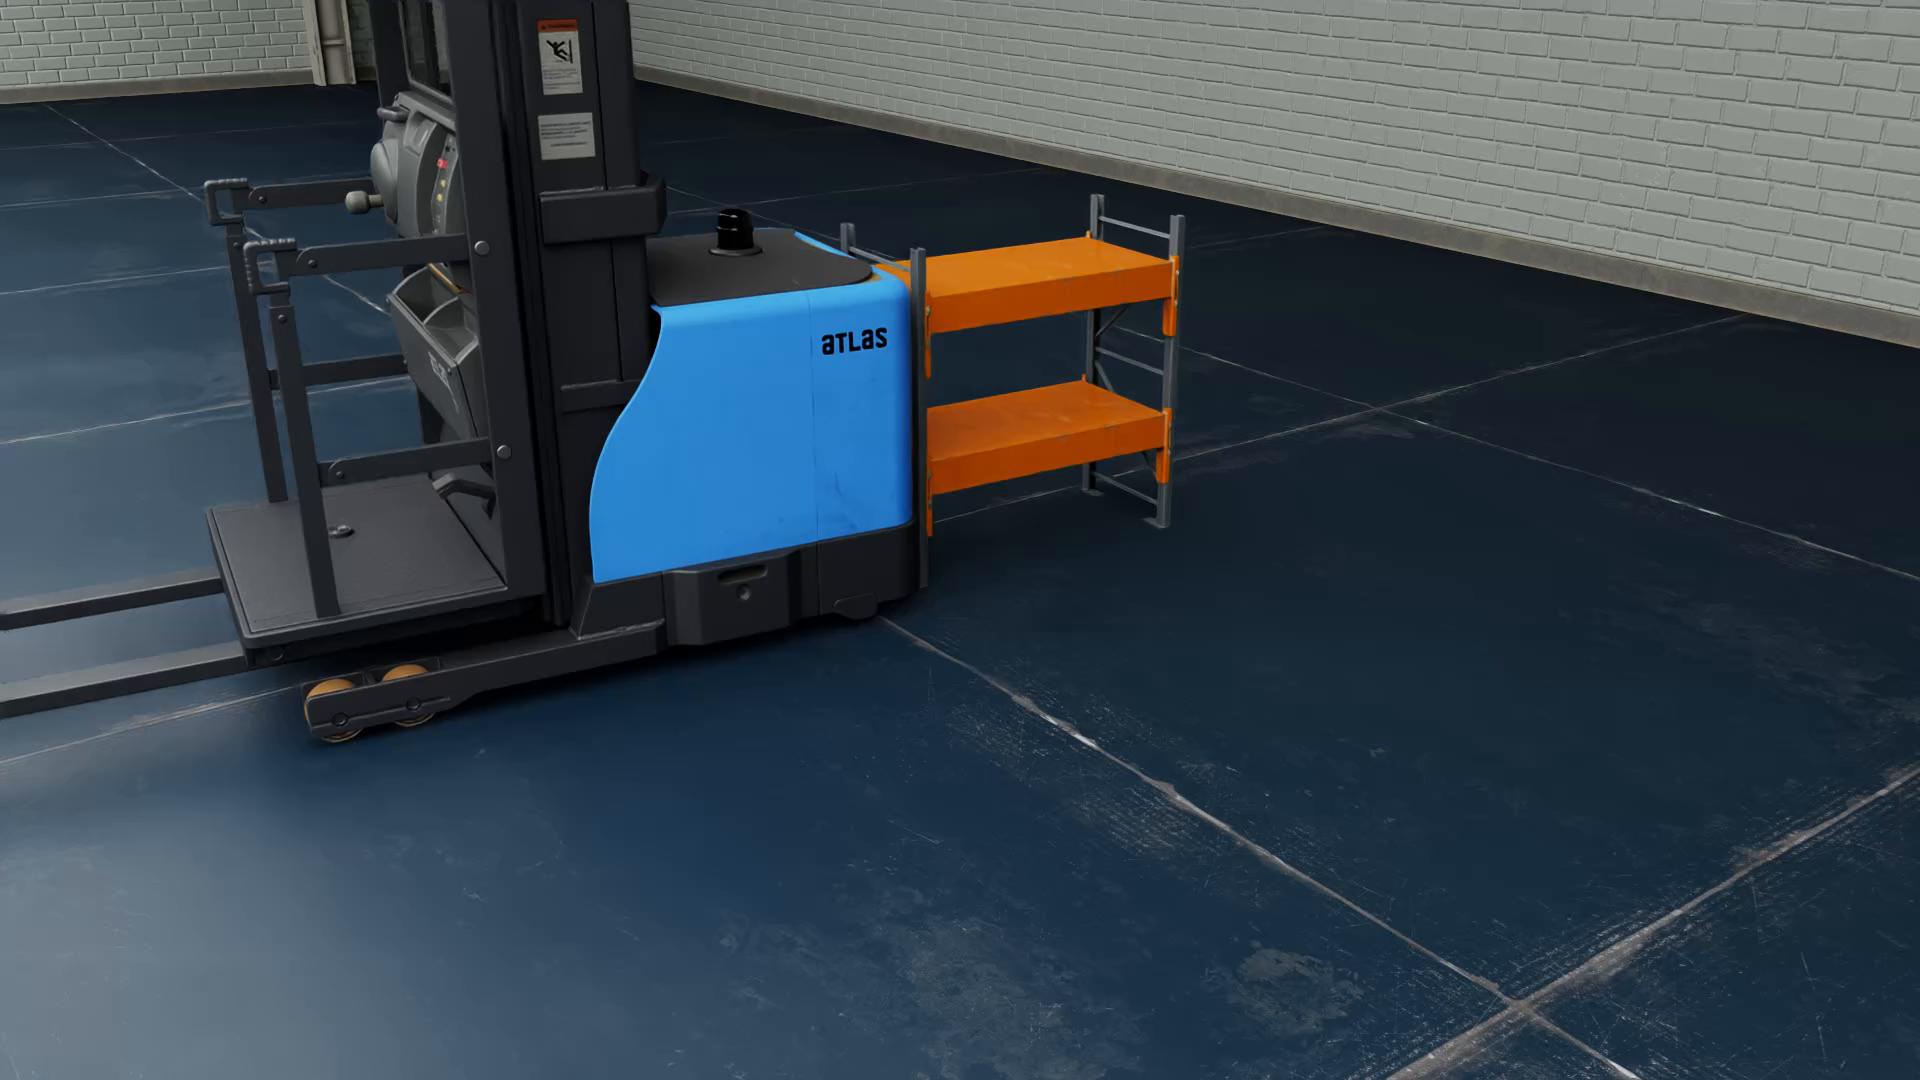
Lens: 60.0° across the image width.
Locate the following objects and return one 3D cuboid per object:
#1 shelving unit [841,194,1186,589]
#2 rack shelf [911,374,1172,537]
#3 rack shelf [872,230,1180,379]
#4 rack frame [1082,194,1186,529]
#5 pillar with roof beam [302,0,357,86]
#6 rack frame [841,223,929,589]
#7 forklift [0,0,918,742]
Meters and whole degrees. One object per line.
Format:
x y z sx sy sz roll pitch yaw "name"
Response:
0.183 -0.543 5.738 1.048 1.125 0.538 -13 25 -29 "shelving unit"
0.183 -0.316 5.829 1.000 0.278 0.538 -13 25 -29 "rack shelf"
0.183 -0.814 5.630 1.000 0.278 0.538 -13 25 -29 "rack shelf"
0.615 -0.642 5.988 0.032 1.125 0.500 -13 25 -29 "rack frame"
-4.587 -8.073 13.987 0.400 9.000 9.100 -15 26 -33 "pillar with roof beam"
-0.249 -0.443 5.489 0.032 1.125 0.500 -13 25 -29 "rack frame"
-1.681 -1.035 4.536 3.031 2.935 1.130 -11 24 -26 "forklift"
